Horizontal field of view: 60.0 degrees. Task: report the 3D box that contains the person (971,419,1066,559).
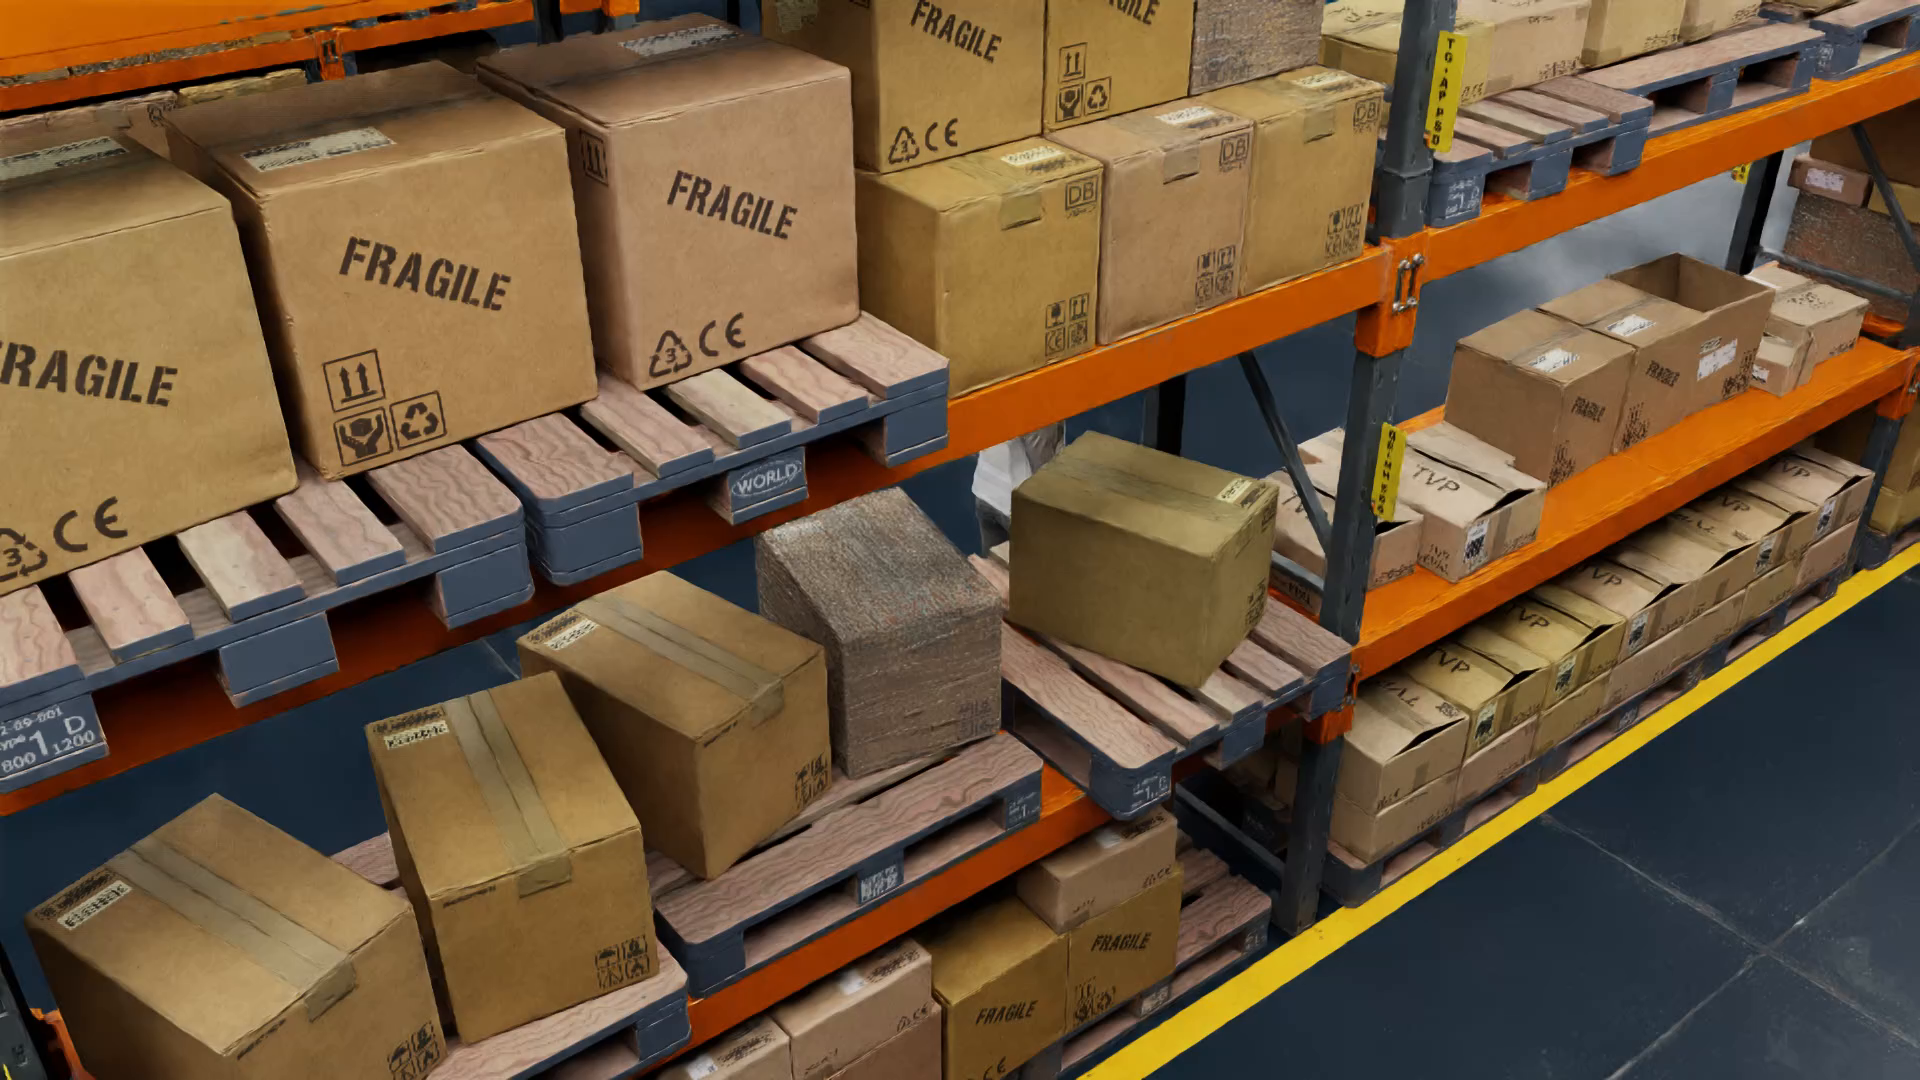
[{"bbox_3d":[0.328,-0.217,7.449,0.608,1.765,0.540,-25,40,-34],"label":"person"}]
